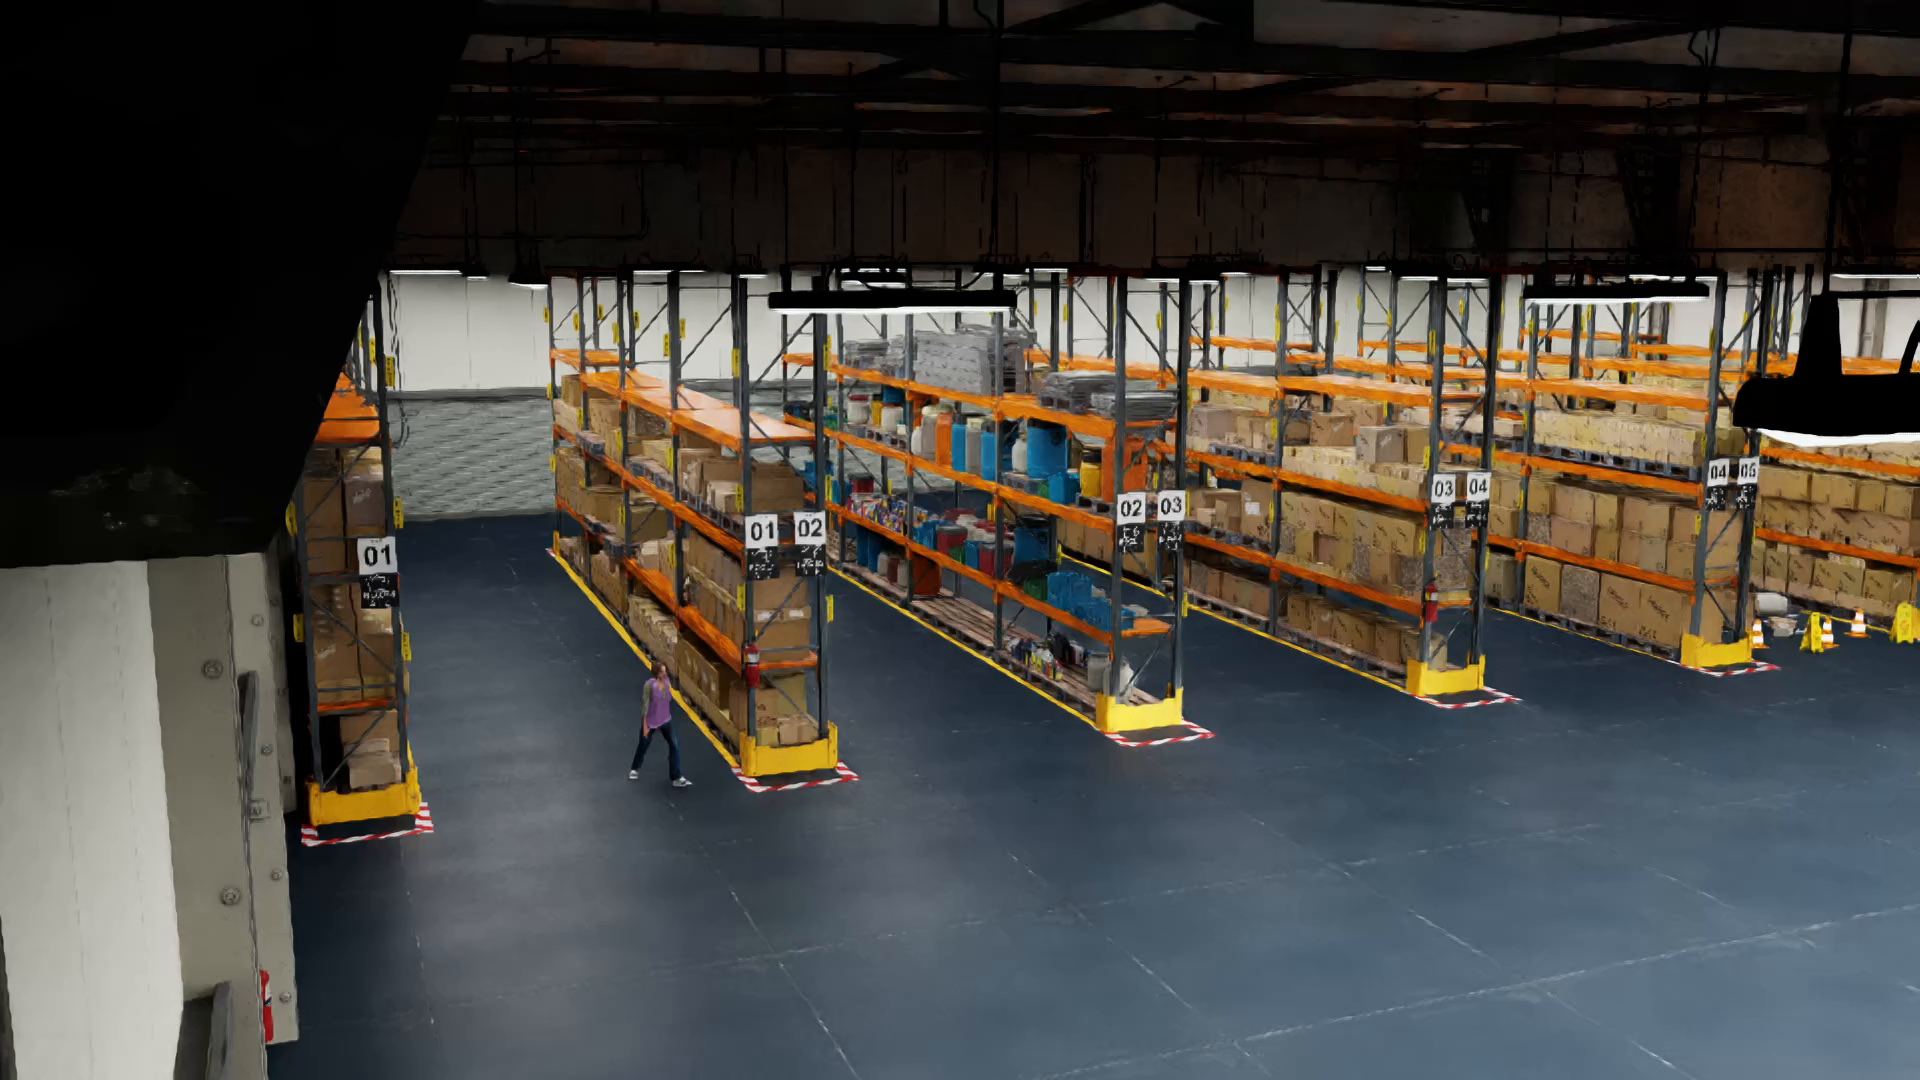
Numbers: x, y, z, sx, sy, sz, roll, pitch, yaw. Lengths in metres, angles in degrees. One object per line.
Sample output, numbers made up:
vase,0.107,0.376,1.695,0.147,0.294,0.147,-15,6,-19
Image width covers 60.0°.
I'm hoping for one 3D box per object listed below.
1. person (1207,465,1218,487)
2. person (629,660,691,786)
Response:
person,5.334,-0.737,35.746,0.590,1.744,0.668,0,10,0
person,-3.624,2.160,19.813,0.454,1.534,0.881,-9,14,-43
